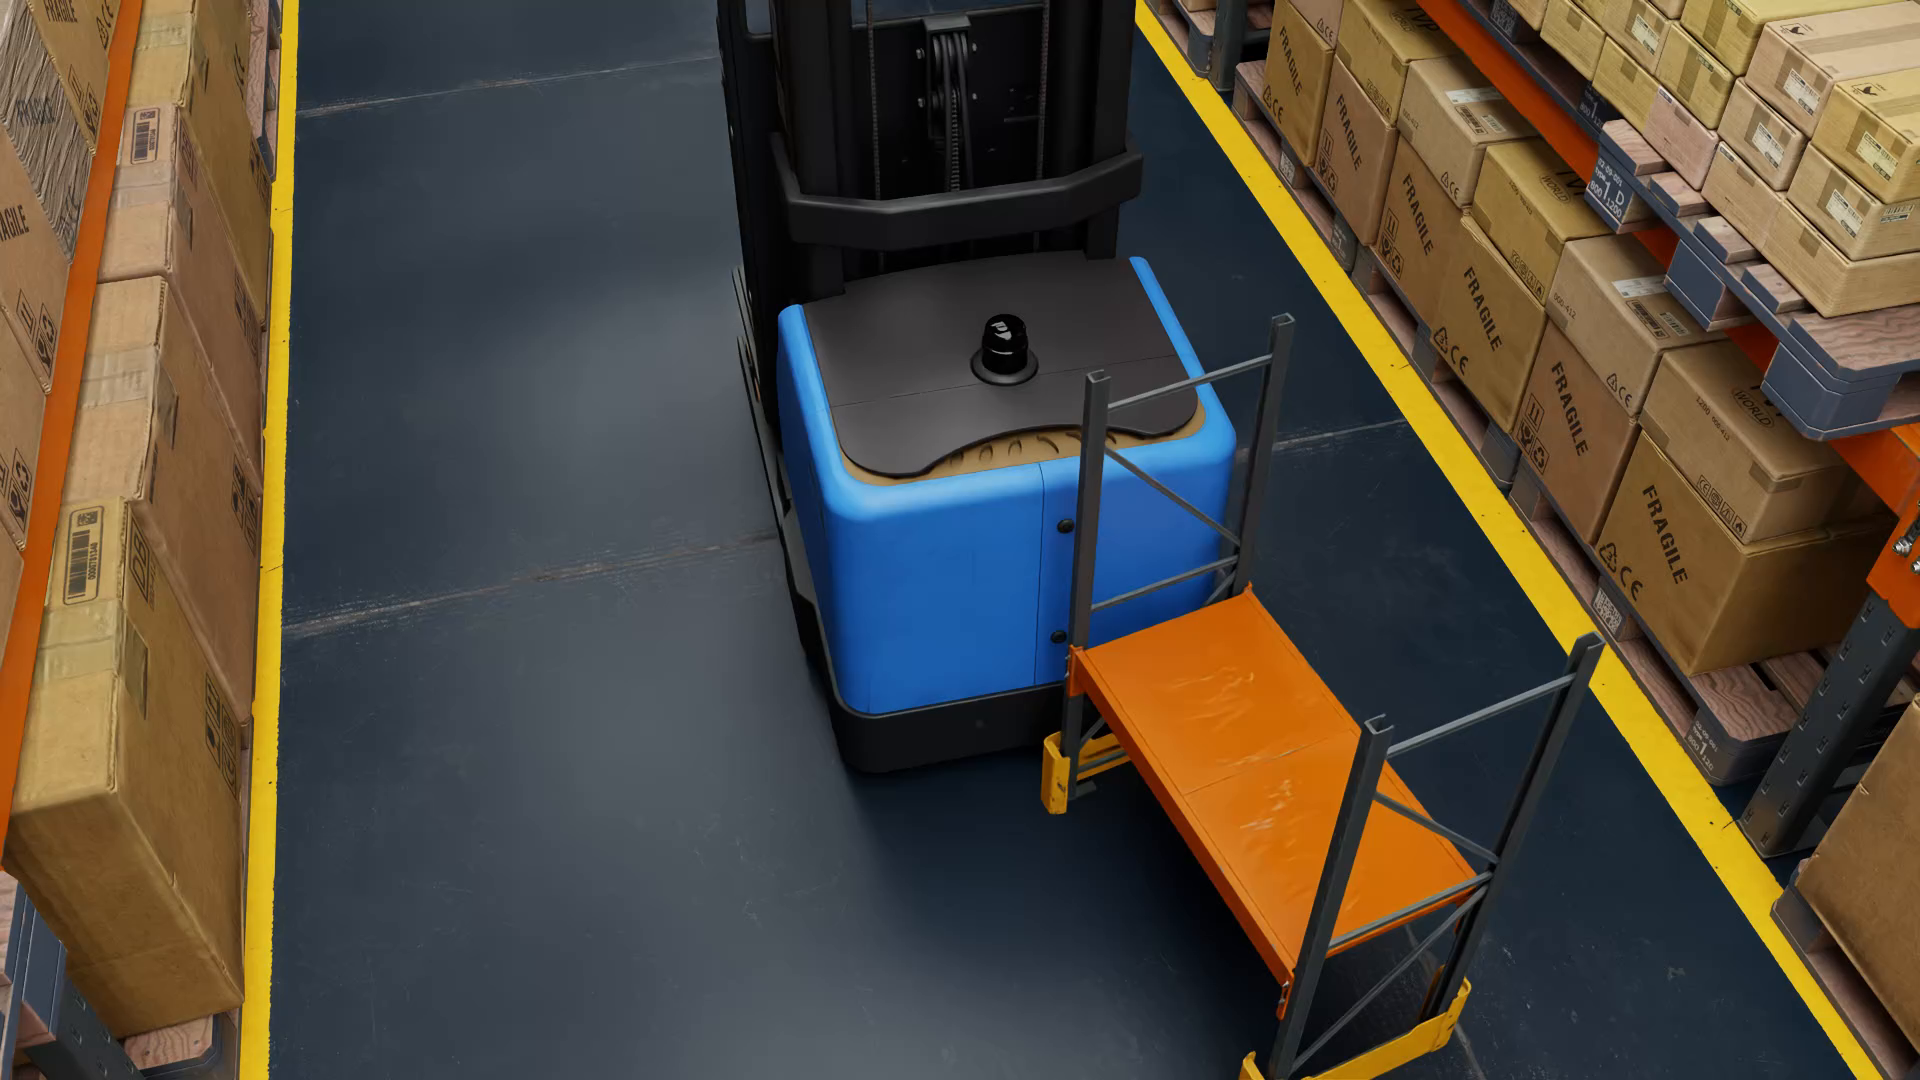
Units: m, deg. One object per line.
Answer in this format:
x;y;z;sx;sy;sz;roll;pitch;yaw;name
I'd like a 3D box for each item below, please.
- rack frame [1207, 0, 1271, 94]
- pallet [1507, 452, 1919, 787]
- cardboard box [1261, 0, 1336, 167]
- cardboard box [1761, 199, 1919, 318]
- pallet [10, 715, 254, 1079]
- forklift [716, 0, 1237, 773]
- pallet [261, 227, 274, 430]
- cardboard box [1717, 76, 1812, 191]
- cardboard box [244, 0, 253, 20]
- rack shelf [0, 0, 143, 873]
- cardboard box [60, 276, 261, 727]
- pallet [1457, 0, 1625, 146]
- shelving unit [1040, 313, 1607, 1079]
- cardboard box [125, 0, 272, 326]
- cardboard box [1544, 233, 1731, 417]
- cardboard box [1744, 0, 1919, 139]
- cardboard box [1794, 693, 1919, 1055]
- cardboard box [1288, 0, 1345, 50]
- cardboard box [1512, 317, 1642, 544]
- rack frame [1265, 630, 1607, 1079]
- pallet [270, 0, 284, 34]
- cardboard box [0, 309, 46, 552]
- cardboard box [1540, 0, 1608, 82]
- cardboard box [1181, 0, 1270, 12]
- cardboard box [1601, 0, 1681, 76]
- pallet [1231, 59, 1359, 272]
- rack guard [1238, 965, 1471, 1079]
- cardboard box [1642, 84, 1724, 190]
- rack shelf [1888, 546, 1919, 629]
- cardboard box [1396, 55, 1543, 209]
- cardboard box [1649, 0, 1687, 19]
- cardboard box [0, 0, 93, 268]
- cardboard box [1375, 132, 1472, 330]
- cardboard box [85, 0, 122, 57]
1.572;-3.093;6.181;1.000;3.000;0.127;-11;47;-10;rack frame
2.397;0.105;4.999;1.003;0.211;1.213;-11;47;-10;pallet
1.504;-1.806;6.376;0.500;0.500;0.500;-9;46;-9;cardboard box
2.025;-0.647;3.666;0.380;0.149;0.250;-10;46;-10;cardboard box
-2.354;0.924;4.197;1.003;0.211;1.213;-11;47;-10;pallet
-0.143;-1.464;4.633;1.130;2.935;3.031;-9;46;-9;forklift
-2.979;-0.761;5.848;1.003;0.211;1.213;-11;47;-10;pallet
1.959;-0.936;3.741;0.380;0.149;0.250;-9;46;-9;cardboard box
-3.571;-2.751;7.039;0.875;0.875;0.875;-11;47;-10;cardboard box
-2.737;-0.623;4.264;1.077;0.370;4.000;-11;47;-10;rack shelf
-2.602;0.005;4.338;1.225;0.875;0.875;-11;47;-10;cardboard box
2.049;-1.623;4.875;1.003;0.211;1.213;-11;47;-10;pallet
0.707;0.436;3.773;0.587;1.500;1.083;-18;48;-17;shelving unit
-3.066;-1.221;5.540;1.225;0.875;0.875;-11;47;-10;cardboard box
2.027;-0.637;4.705;0.500;0.250;0.500;-10;46;-10;cardboard box
1.965;-1.027;3.621;0.380;0.149;0.250;-11;47;-11;cardboard box
2.665;0.746;3.700;1.050;0.750;0.750;-11;47;-11;cardboard box
1.505;-2.069;6.108;0.500;0.250;0.500;-13;47;-12;cardboard box
2.045;-0.369;4.968;0.500;0.500;0.500;-9;46;-9;cardboard box
0.924;0.771;3.444;0.500;1.500;0.032;-18;48;-17;rack frame
-3.684;-2.663;7.712;1.003;0.211;1.213;-11;47;-10;pallet
-2.221;-0.270;3.344;0.500;0.500;0.500;-12;47;-11;cardboard box
1.766;-1.354;4.359;0.380;0.149;0.250;-13;47;-12;cardboard box
1.142;-2.450;7.253;0.380;0.149;0.250;-10;46;-10;cardboard box
1.826;-1.290;4.088;0.380;0.149;0.250;-11;47;-10;cardboard box
1.772;-1.580;6.650;1.003;0.211;1.213;-11;47;-10;pallet
0.916;1.196;3.903;0.587;0.250;0.087;-18;48;-17;rack guard
1.897;-0.996;4.008;0.380;0.149;0.250;-10;46;-10;cardboard box
3.108;1.301;2.378;1.077;0.370;4.000;-11;47;-10;rack shelf
1.770;-1.349;5.403;0.500;0.250;0.500;-9;46;-9;cardboard box
1.826;-1.391;3.979;0.380;0.149;0.250;-9;46;-9;cardboard box
-2.481;-0.969;4.029;0.500;0.500;0.500;-11;47;-10;cardboard box
1.789;-1.082;5.666;0.500;0.500;0.500;-10;46;-10;cardboard box
-2.745;-1.675;4.721;0.500;0.500;0.500;-9;46;-9;cardboard box
